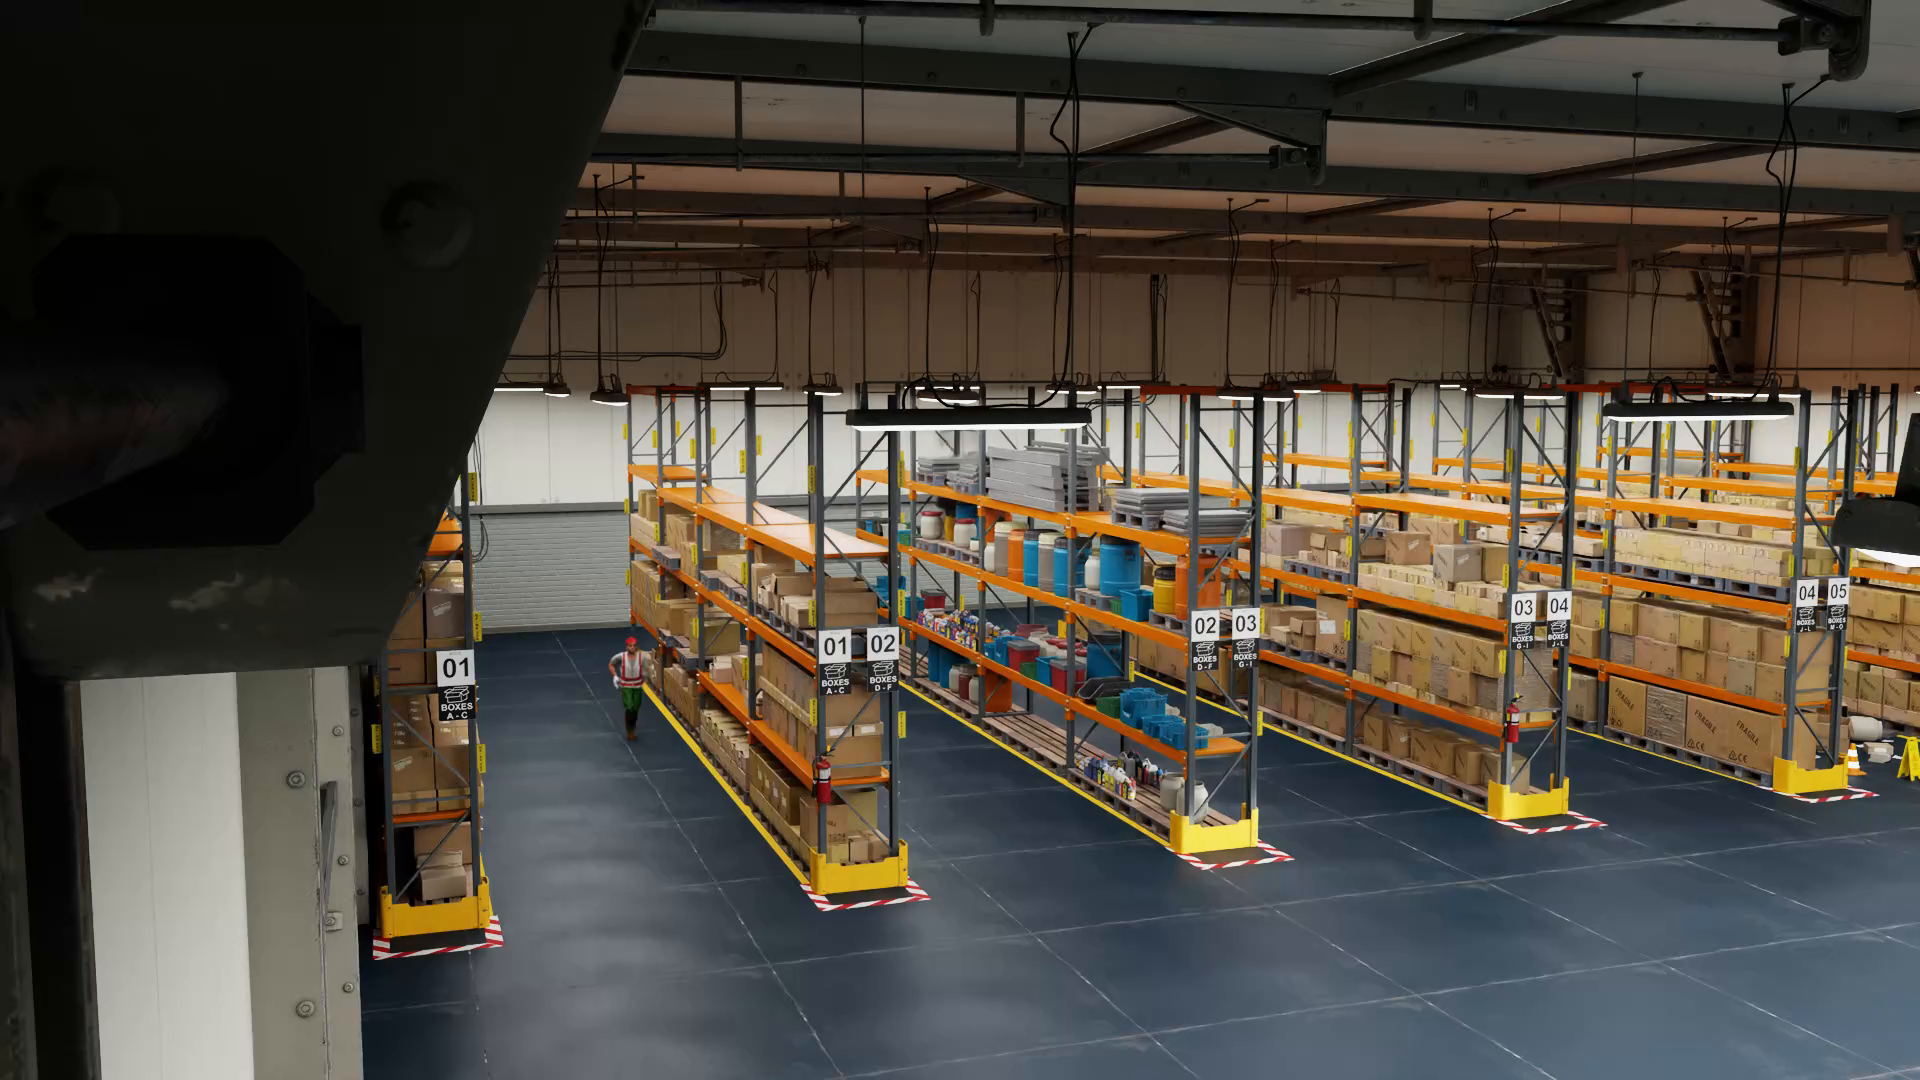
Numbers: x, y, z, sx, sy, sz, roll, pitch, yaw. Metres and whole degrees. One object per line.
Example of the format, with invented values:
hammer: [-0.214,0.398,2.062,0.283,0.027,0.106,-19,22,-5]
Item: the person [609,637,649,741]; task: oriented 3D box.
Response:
person: [-5.610,2.537,28.333,0.656,1.794,0.769,-2,6,-22]
